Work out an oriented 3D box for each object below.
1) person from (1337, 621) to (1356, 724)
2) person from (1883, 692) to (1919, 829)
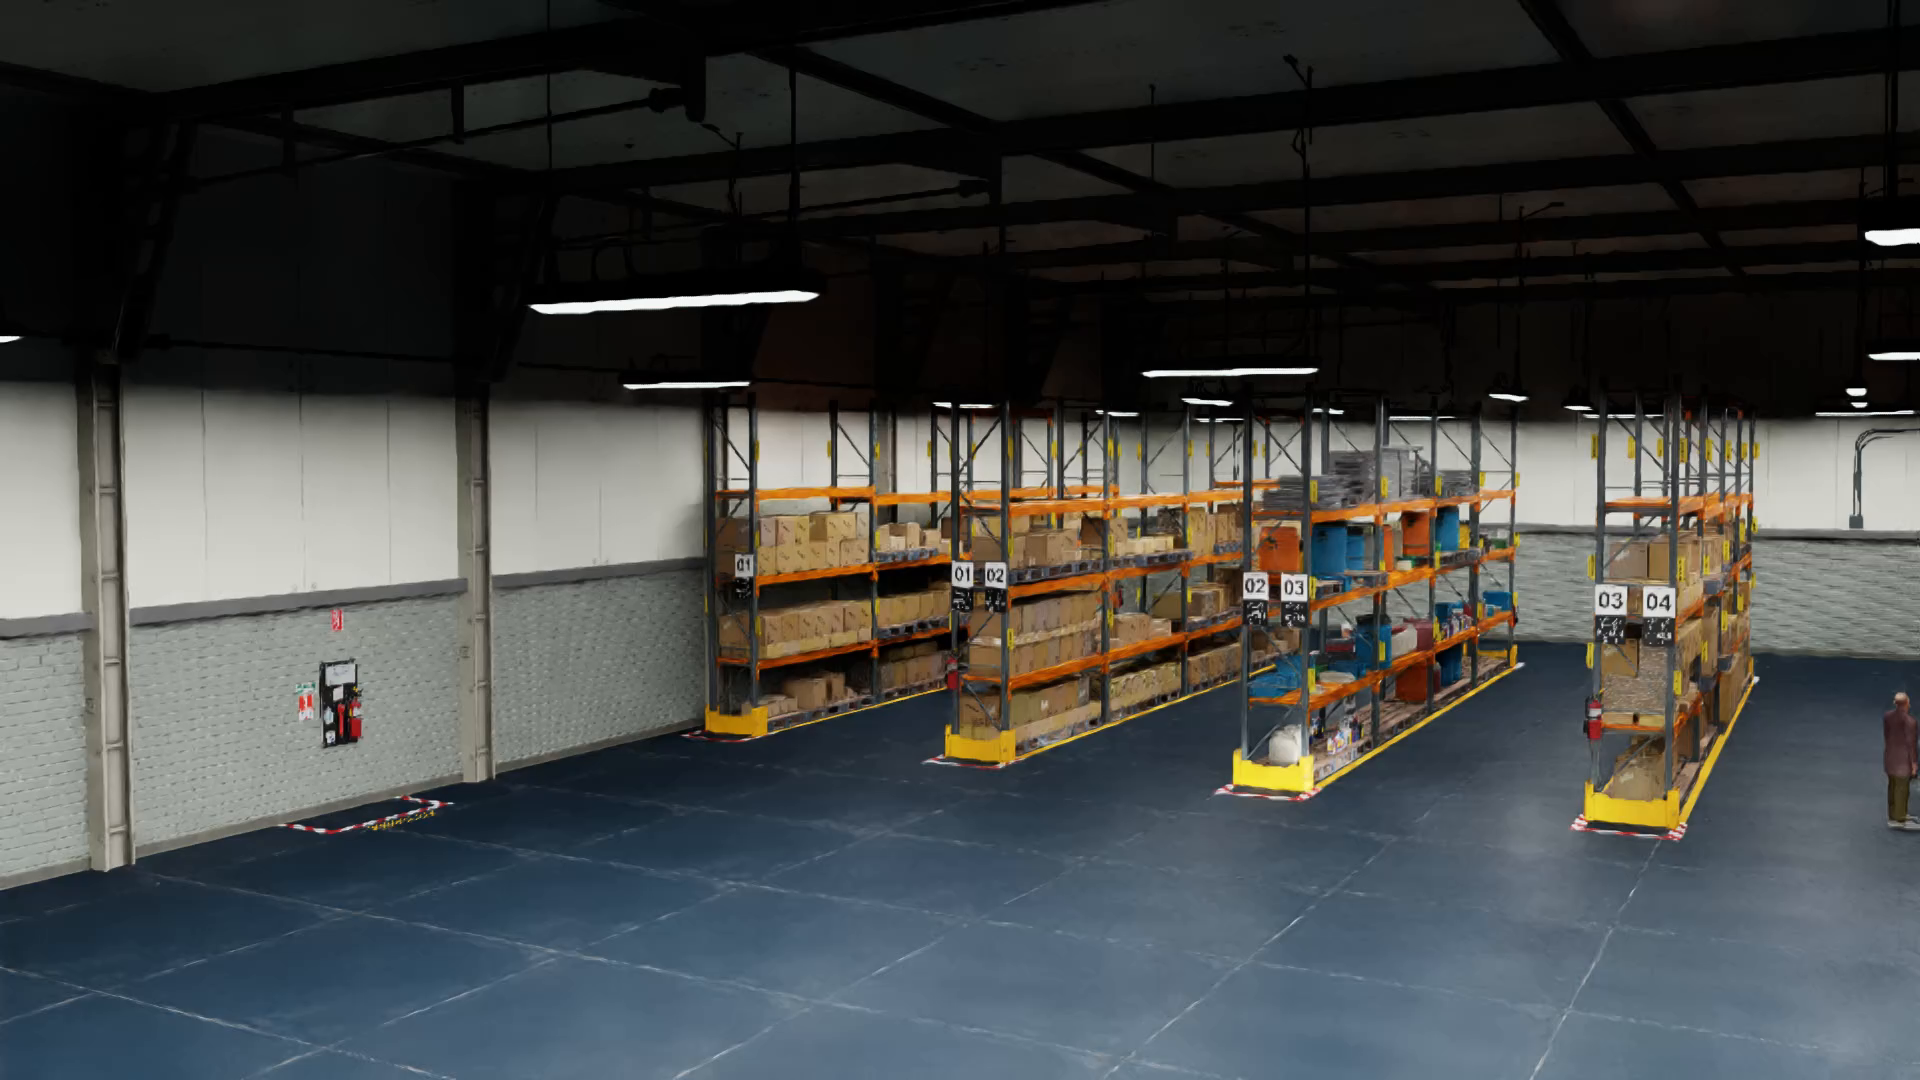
[{"bbox_3d":[6.743,2.309,29.087,0.384,1.786,0.644,2,4,38],"label":"person"},{"bbox_3d":[12.535,2.902,22.072,0.514,1.785,0.638,0,3,-2],"label":"person"}]
